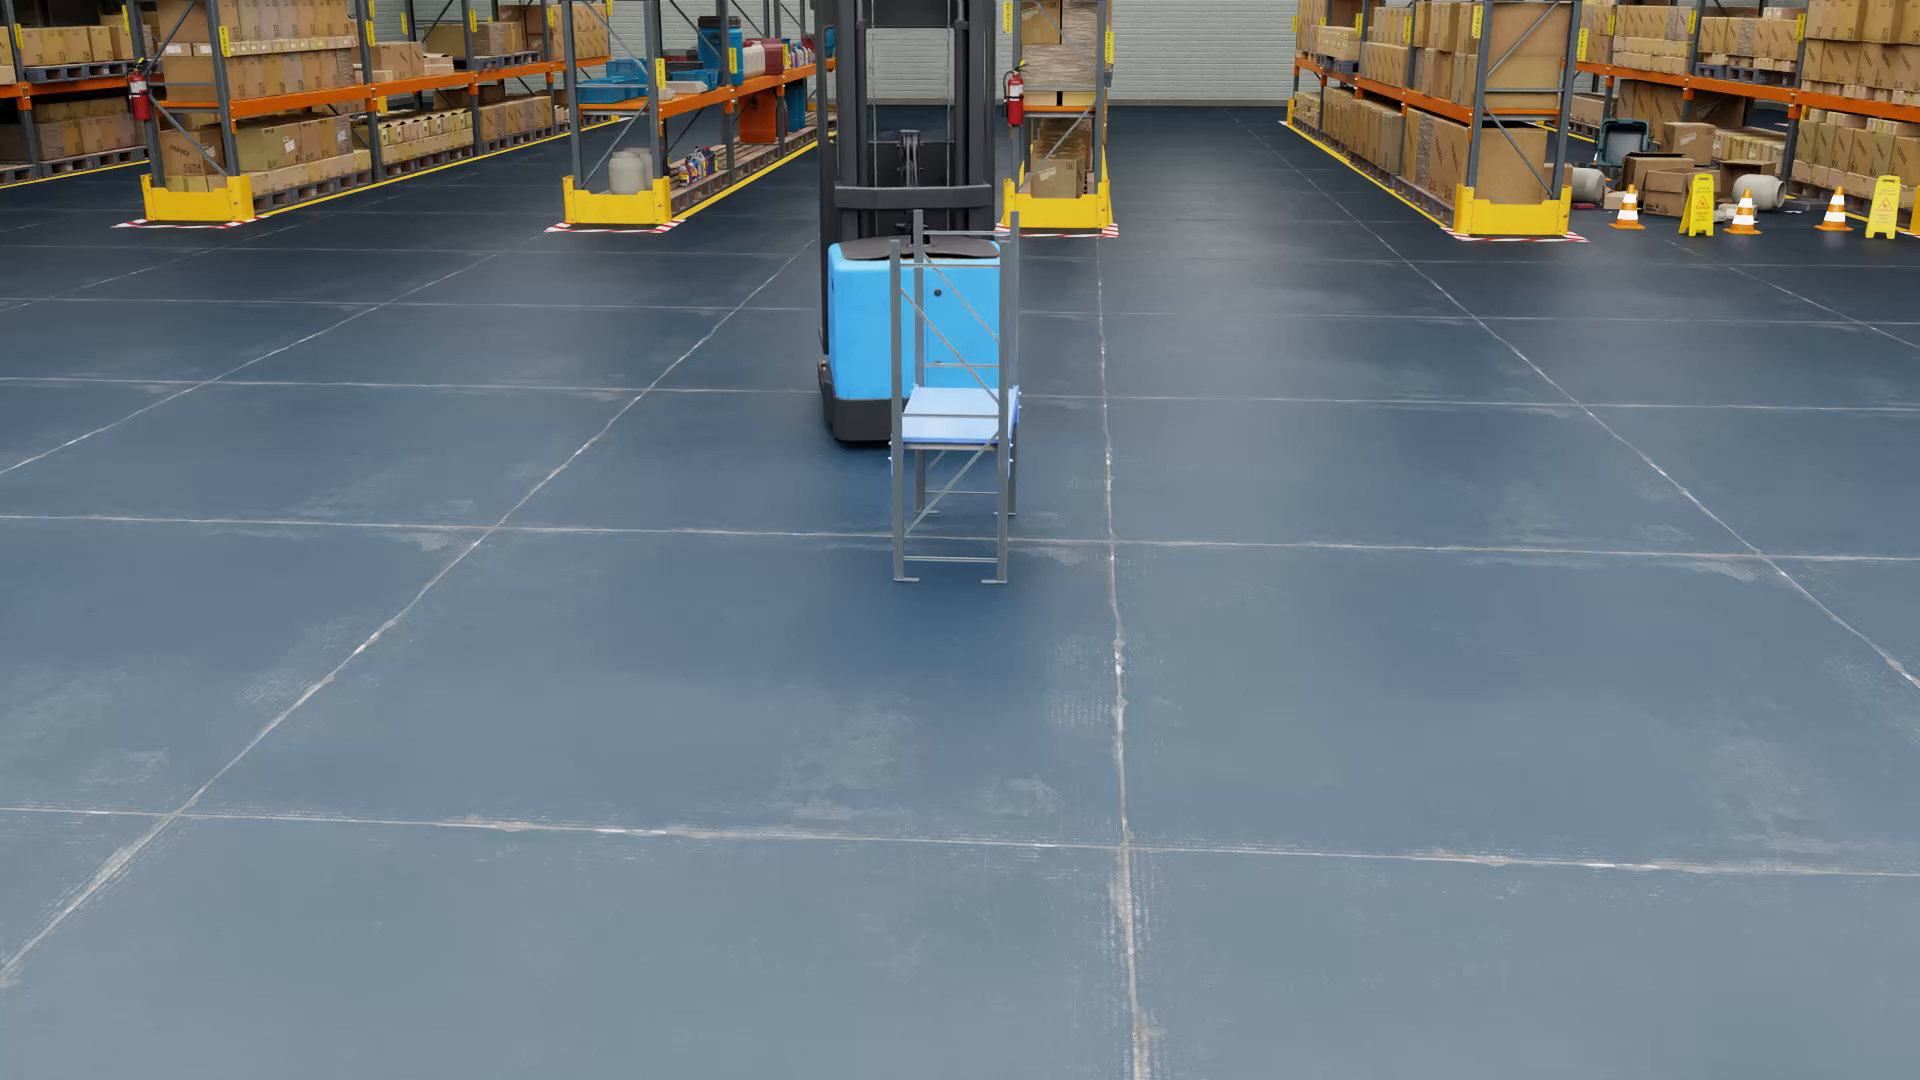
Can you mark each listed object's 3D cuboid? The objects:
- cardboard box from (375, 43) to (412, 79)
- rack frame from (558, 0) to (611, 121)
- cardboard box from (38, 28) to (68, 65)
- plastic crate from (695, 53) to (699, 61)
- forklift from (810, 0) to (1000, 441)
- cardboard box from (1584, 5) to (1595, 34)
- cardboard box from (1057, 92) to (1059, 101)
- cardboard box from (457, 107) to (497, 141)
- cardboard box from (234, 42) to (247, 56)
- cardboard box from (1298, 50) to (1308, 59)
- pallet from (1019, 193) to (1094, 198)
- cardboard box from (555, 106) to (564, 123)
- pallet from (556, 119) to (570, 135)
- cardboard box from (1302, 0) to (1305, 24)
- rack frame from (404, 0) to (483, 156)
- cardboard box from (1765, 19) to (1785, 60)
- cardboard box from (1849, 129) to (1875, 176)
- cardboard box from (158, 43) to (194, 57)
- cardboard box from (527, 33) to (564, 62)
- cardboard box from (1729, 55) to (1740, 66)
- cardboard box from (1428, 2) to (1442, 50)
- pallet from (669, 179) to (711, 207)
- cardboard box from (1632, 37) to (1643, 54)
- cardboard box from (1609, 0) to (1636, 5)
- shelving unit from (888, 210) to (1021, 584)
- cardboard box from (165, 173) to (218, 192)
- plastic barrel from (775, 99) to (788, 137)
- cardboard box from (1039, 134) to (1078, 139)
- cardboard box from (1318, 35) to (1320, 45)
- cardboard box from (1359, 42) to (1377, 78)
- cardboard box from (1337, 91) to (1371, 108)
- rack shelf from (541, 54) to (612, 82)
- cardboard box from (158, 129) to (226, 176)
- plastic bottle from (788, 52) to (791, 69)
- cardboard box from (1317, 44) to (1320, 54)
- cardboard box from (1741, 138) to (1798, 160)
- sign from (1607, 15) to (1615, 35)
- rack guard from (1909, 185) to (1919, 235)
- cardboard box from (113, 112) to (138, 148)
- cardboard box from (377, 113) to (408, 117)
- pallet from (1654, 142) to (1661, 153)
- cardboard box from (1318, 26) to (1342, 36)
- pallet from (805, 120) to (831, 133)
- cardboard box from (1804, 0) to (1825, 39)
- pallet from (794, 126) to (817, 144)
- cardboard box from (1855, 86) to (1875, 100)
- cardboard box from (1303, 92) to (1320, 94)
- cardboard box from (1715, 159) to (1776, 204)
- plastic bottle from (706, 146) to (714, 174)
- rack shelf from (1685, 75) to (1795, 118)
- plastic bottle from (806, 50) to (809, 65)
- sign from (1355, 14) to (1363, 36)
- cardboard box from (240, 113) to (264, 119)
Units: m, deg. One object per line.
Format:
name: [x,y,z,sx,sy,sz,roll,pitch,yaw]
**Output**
cardboard box: [-8.376,-7.009,24.336,0.500,0.500,0.500,1,18,4]
rack frame: [-7.661,-10.131,34.024,1.000,3.000,0.127,1,18,4]
cardboard box: [-13.345,-7.101,23.909,0.700,0.500,0.500,3,18,10]
plastic crate: [-3.812,-6.634,23.378,0.392,0.384,0.575,1,18,4]
forklift: [-0.356,-2.366,10.438,1.130,2.935,3.031,-2,18,-6]
cardboard box: [11.647,-9.436,30.138,0.500,0.500,0.500,2,18,5]
cardboard box: [0.965,-5.224,19.451,0.380,0.149,0.250,1,18,4]
cardboard box: [-7.917,-6.803,27.174,0.500,0.500,0.500,2,18,6]
cardboard box: [-8.549,-5.717,19.350,0.380,0.149,0.250,1,18,2]
cardboard box: [6.760,-9.392,32.171,0.380,0.149,0.250,1,18,2]
pallet: [1.172,-3.890,19.454,1.003,0.211,1.213,1,18,4]
cardboard box: [-7.702,-7.946,30.966,0.500,0.311,0.500,1,18,4]
pallet: [-7.897,-7.777,31.318,1.003,0.211,1.213,1,18,4]
cardboard box: [6.833,-10.140,31.808,0.500,0.500,0.500,2,18,6]
rack frame: [-8.234,-7.646,26.442,1.000,3.000,0.127,1,18,4]
cardboard box: [11.082,-6.652,22.093,0.500,0.500,0.500,1,18,4]
cardboard box: [10.832,-4.541,19.501,0.500,0.500,0.500,1,18,3]
cardboard box: [-8.971,-5.641,19.117,0.380,0.149,0.250,1,18,3]
cardboard box: [-7.639,-9.088,30.682,0.500,0.500,0.500,2,18,5]
cardboard box: [11.223,-6.854,23.751,0.380,0.149,0.250,2,18,7]
cardboard box: [6.139,-6.172,19.968,0.875,0.550,0.550,1,18,4]
pallet: [-3.755,-4.380,20.950,1.003,0.211,1.213,1,18,4]
cardboard box: [11.433,-8.163,27.454,0.500,0.250,0.500,2,18,5]
cardboard box: [11.522,-9.379,28.921,0.380,0.149,0.250,1,18,3]
shelving unit: [-0.006,-0.686,7.609,0.538,1.500,1.048,1,18,4]
cardboard box: [-9.064,-4.228,19.750,0.500,0.250,0.500,1,18,4]
plastic barrel: [-3.195,-7.091,27.946,0.600,0.588,0.708,1,18,4]
cardboard box: [1.291,-5.070,21.919,0.500,0.500,0.500,1,18,2]
cardboard box: [6.386,-8.634,28.706,0.380,0.149,0.250,2,18,5]
cardboard box: [6.285,-7.196,24.907,0.500,0.500,0.500,1,18,5]
cardboard box: [6.451,-7.183,27.163,0.500,0.250,0.500,2,18,5]
rack shelf: [-7.804,-9.168,32.241,1.077,0.370,4.000,1,18,4]
cardboard box: [-9.066,-4.584,19.633,0.500,0.500,0.500,1,18,4]
plastic bottle: [-2.839,-7.923,27.493,0.097,0.271,0.097,0,18,0]
cardboard box: [6.386,-8.492,28.753,0.380,0.149,0.250,0,18,1]
cardboard box: [11.327,-5.298,22.819,0.950,0.372,0.625,2,18,7]
sign: [11.264,-8.906,28.769,0.100,0.325,0.005,1,18,4]
rack guard: [10.963,-3.554,17.967,1.175,0.500,0.348,1,18,4]
cardboard box: [-13.328,-6.395,25.930,0.700,0.500,0.500,1,18,4]
cardboard box: [-8.633,-6.328,25.259,0.500,0.311,0.500,1,18,2]
pallet: [11.662,-6.121,26.264,1.003,0.211,1.213,1,18,4]
cardboard box: [6.386,-8.775,28.660,0.380,0.149,0.250,2,18,7]
pallet: [-2.993,-7.681,31.026,1.003,0.211,1.213,1,18,4]
cardboard box: [10.996,-6.493,20.677,0.700,0.500,0.500,1,18,3]
pallet: [-3.104,-7.213,29.598,1.003,0.211,1.213,1,18,4]
cardboard box: [10.810,-5.275,19.606,0.380,0.149,0.250,1,18,4]
cardboard box: [6.883,-8.651,32.455,0.380,0.149,0.250,2,18,5]
cardboard box: [9.810,-4.472,20.763,0.500,0.500,0.500,17,25,41]
plastic bottle: [-3.339,-5.036,22.023,0.144,0.351,0.185,1,18,2]
rack shelf: [11.387,-6.240,23.304,1.077,0.370,4.000,1,18,4]
plastic bottle: [-2.739,-8.475,29.169,0.152,0.276,0.135,1,18,4]
sign: [6.044,-7.804,25.190,0.100,0.325,0.005,1,18,4]
cardboard box: [-12.867,-7.695,29.369,0.750,0.750,0.750,2,18,6]
